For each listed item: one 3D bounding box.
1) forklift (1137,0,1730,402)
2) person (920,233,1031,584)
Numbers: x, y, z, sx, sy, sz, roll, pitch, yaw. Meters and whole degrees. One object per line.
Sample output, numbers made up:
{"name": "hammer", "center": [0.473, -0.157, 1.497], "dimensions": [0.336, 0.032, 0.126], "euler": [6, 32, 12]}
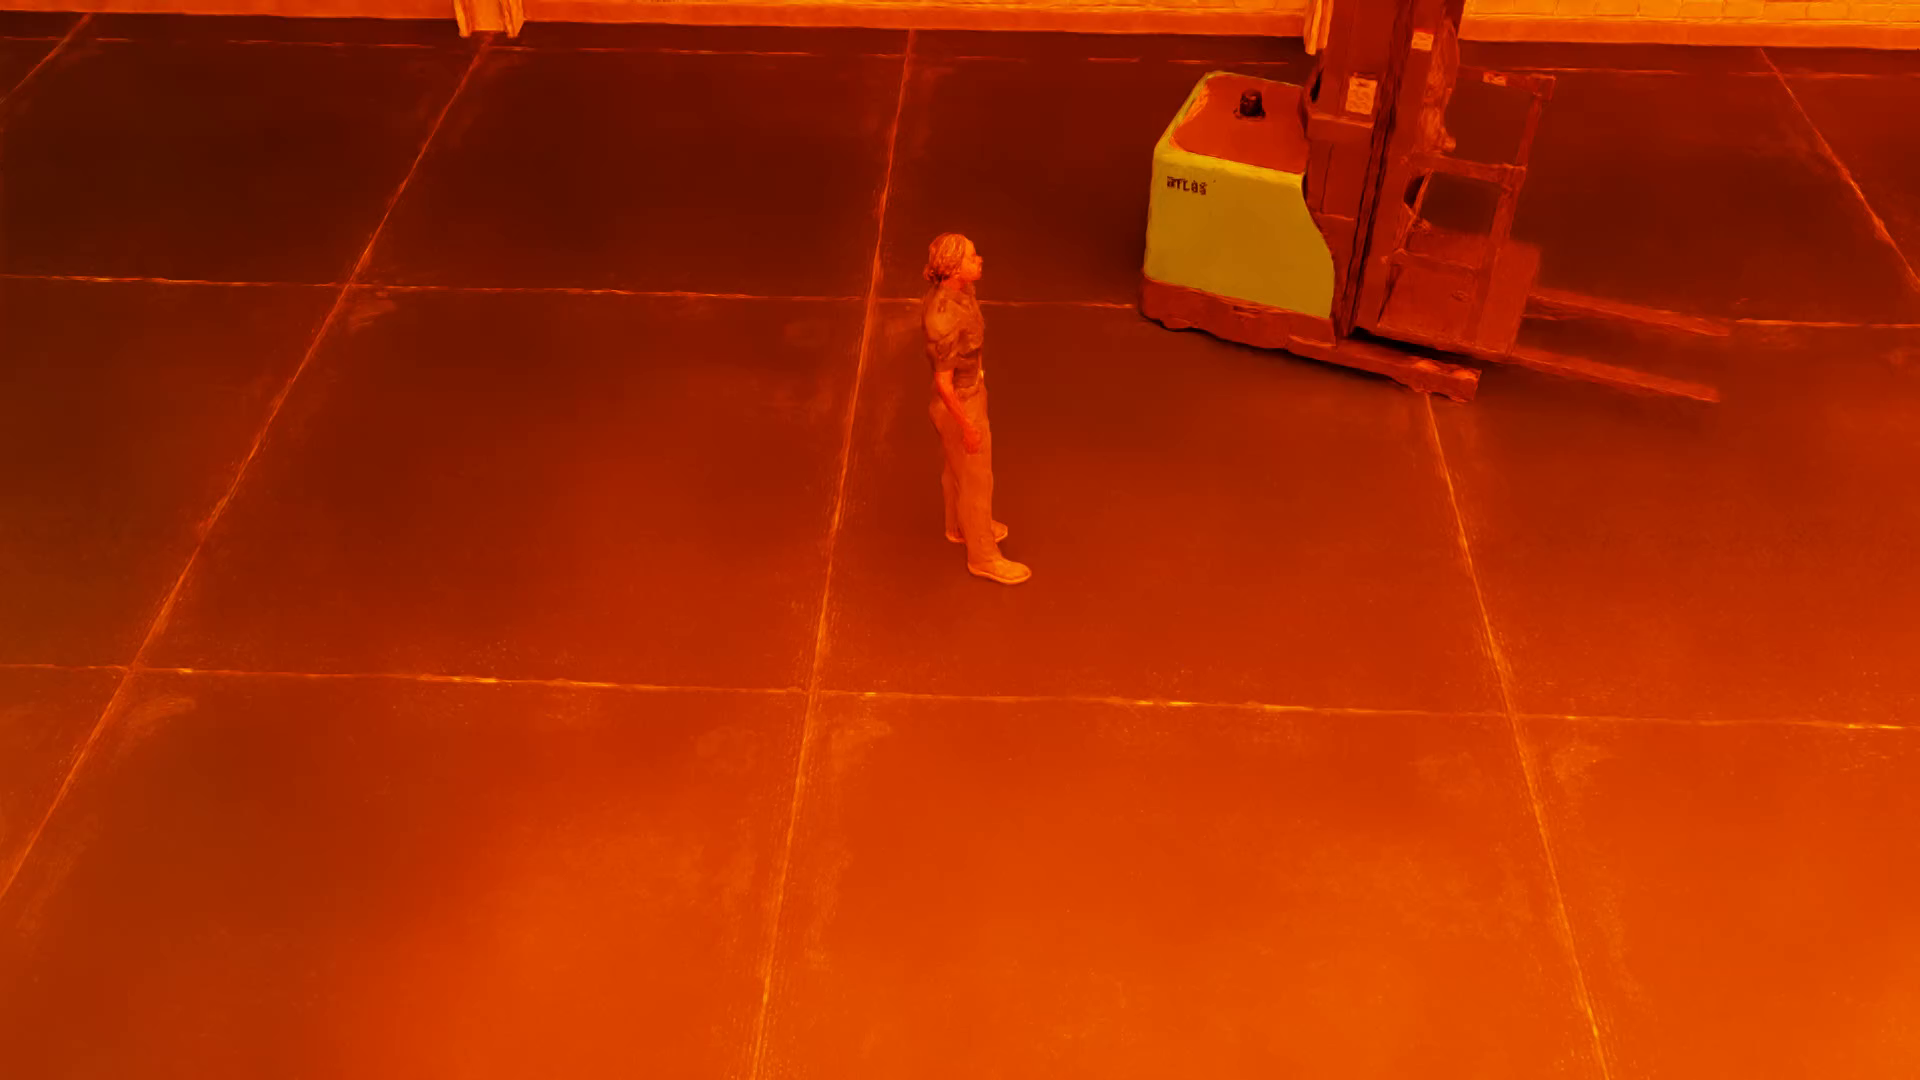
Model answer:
{"name": "forklift", "center": [2.551, -2.216, 8.169], "dimensions": [3.031, 2.935, 1.130], "euler": [16, 45, 16]}
{"name": "person", "center": [0.087, -0.596, 7.340], "dimensions": [0.503, 1.642, 0.570], "euler": [2, 42, 2]}
